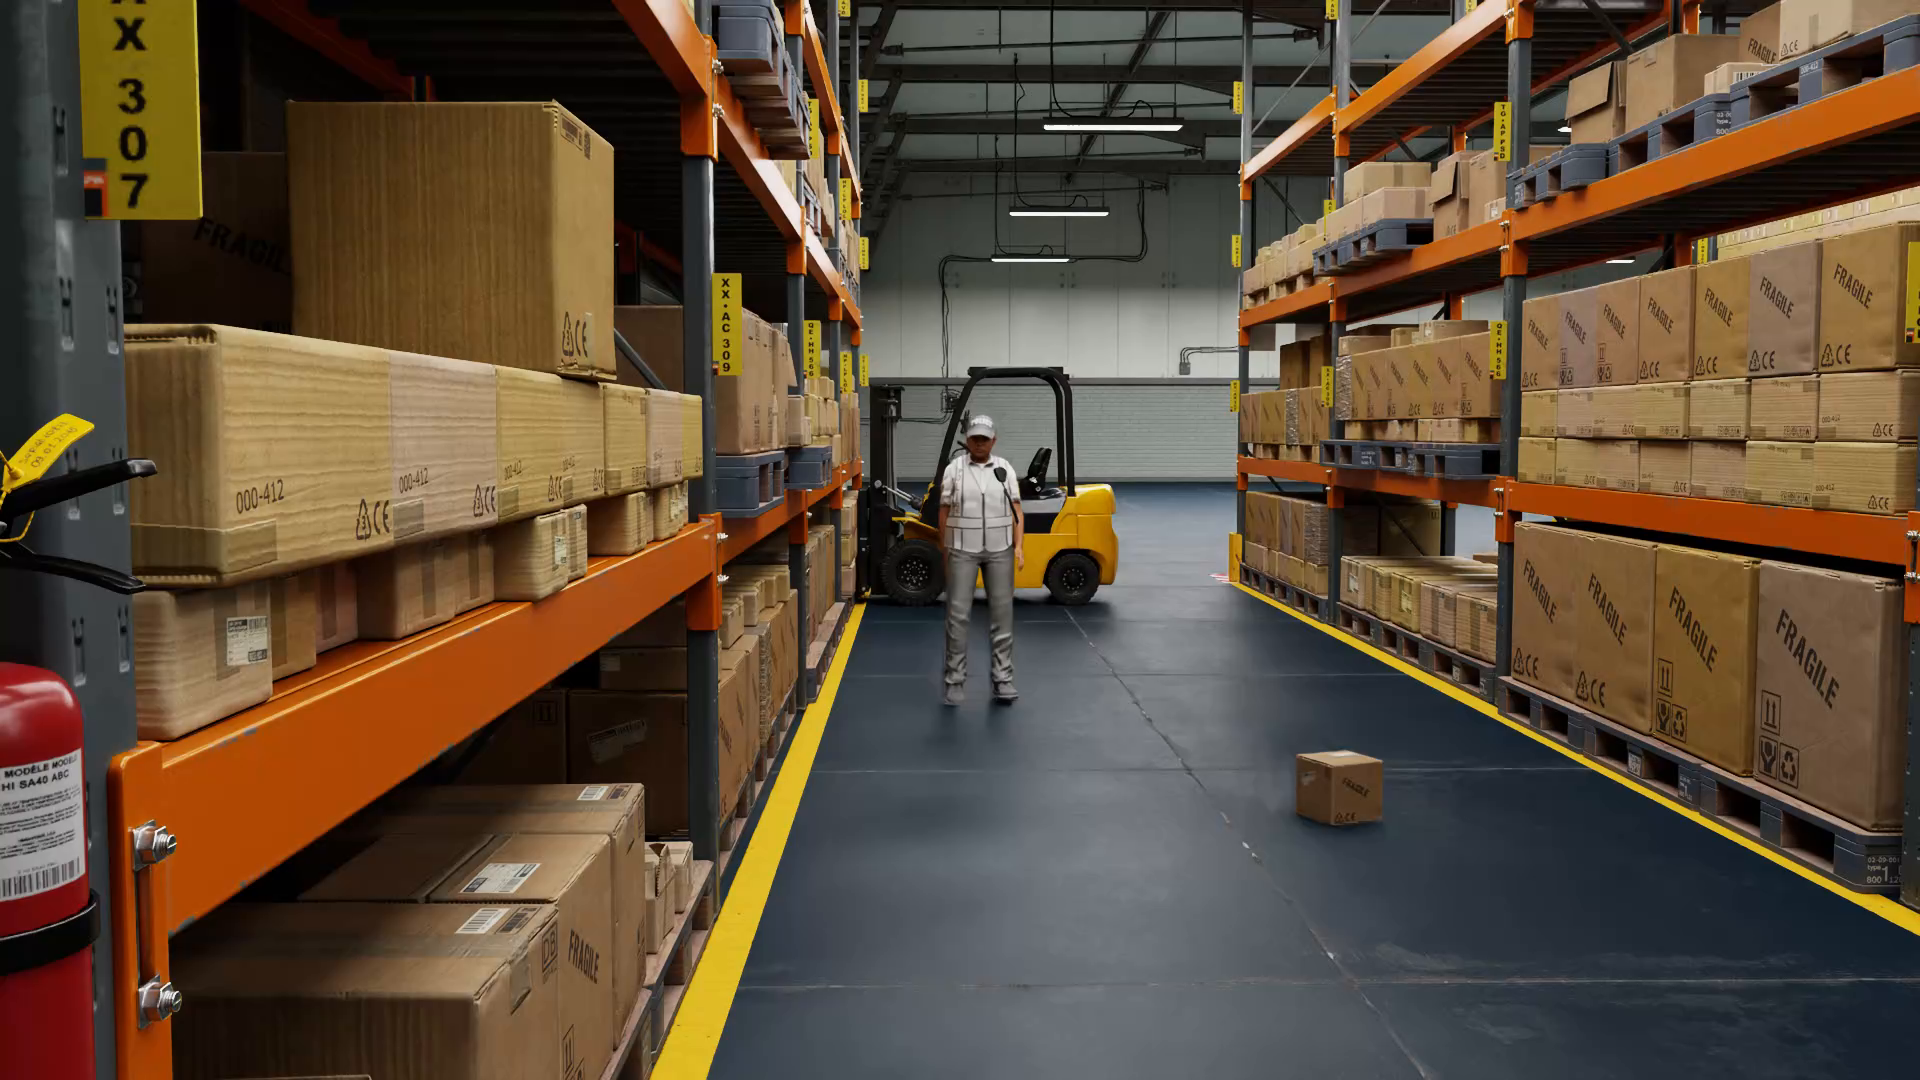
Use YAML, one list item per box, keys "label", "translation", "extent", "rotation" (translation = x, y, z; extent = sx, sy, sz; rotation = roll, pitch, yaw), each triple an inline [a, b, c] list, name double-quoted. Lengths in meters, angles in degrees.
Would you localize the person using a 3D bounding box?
- label: "person"
  translation: [0.132, 0.108, 9.801]
  extent: [0.495, 1.691, 0.466]
  rotation: [-1, 4, -8]
